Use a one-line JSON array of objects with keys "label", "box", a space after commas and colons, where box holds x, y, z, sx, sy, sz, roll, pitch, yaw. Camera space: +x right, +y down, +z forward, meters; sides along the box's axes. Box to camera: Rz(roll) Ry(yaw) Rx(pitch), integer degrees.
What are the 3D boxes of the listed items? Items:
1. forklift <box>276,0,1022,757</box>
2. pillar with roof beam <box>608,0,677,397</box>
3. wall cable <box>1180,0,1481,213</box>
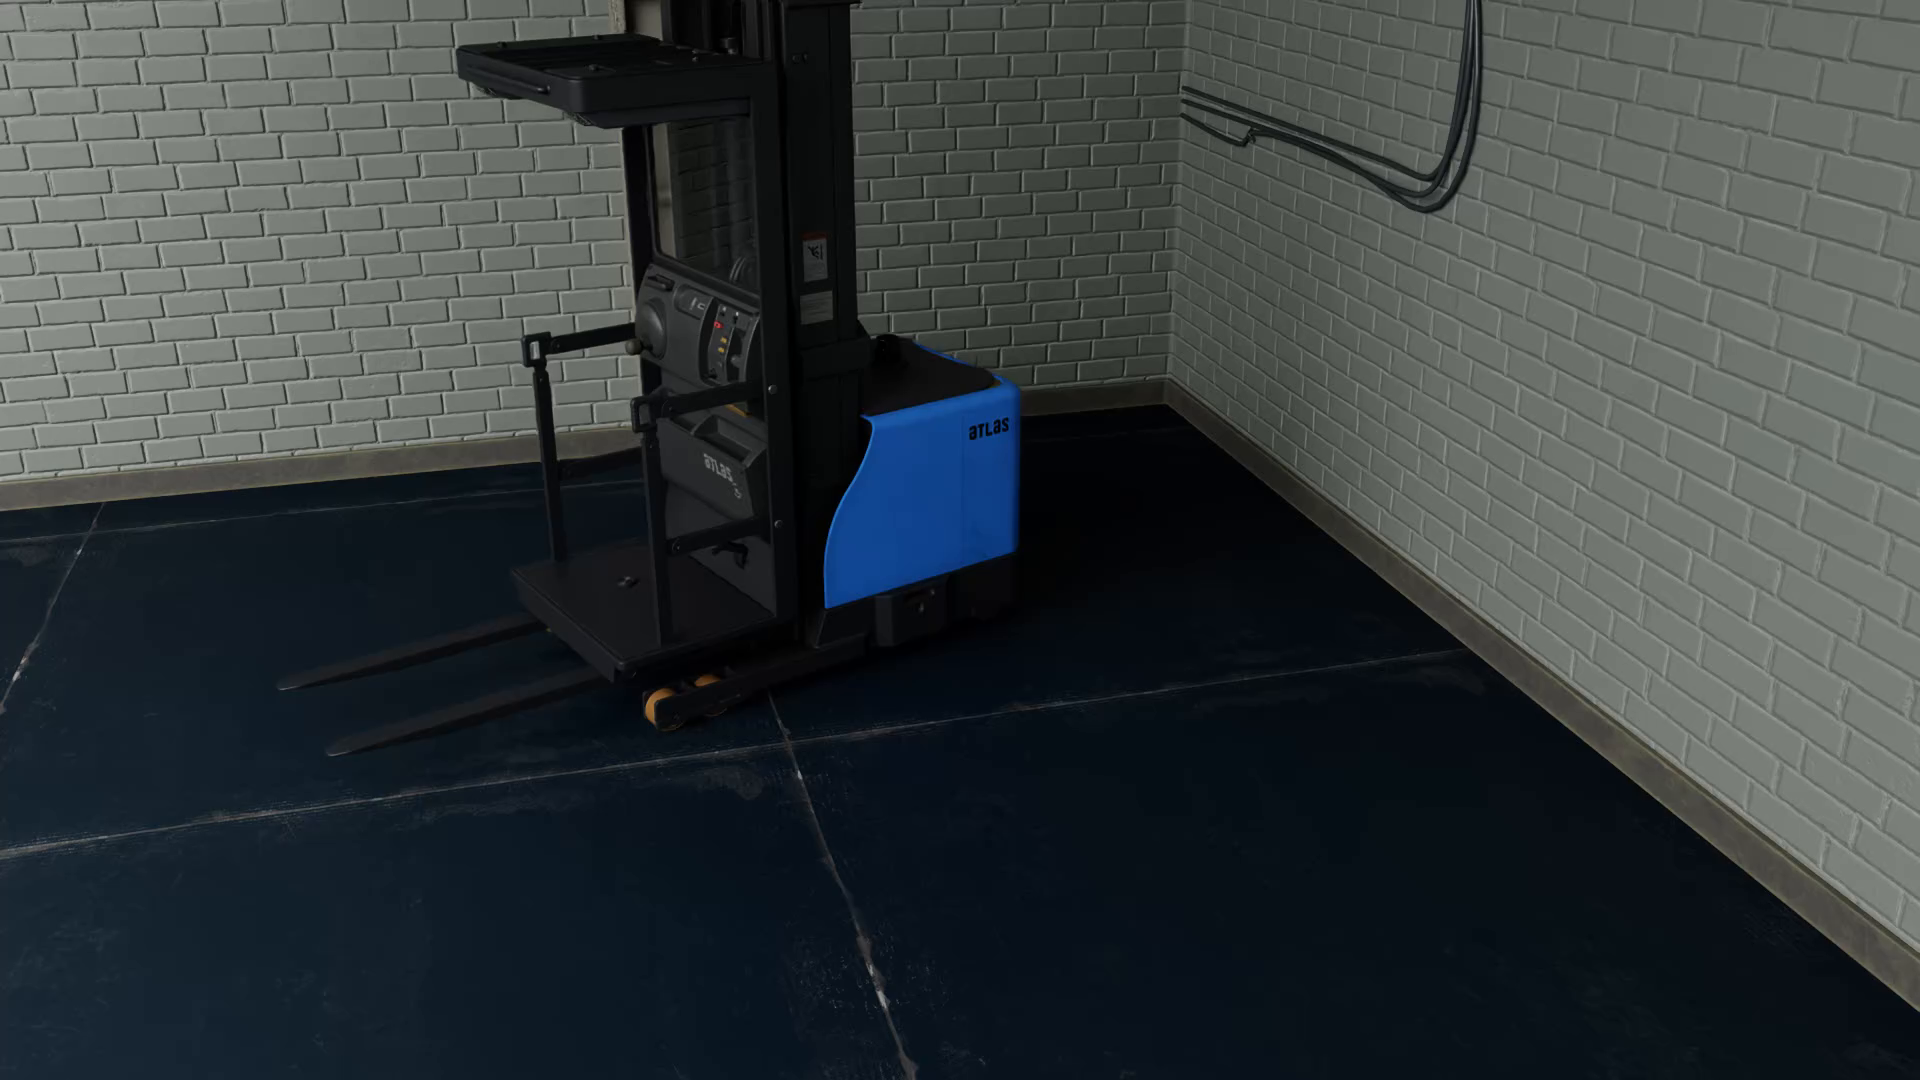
[{"label": "forklift", "box": [-1.213, -0.835, 6.479, 3.031, 2.935, 1.130, -16, 28, -33]}, {"label": "pillar with roof beam", "box": [-0.400, -2.977, 3.775, 0.400, 9.000, 9.100, -6, 24, -14]}, {"label": "wall cable", "box": [1.631, -2.996, 7.758, 0.112, 2.526, 3.097, -6, 24, -14]}]
